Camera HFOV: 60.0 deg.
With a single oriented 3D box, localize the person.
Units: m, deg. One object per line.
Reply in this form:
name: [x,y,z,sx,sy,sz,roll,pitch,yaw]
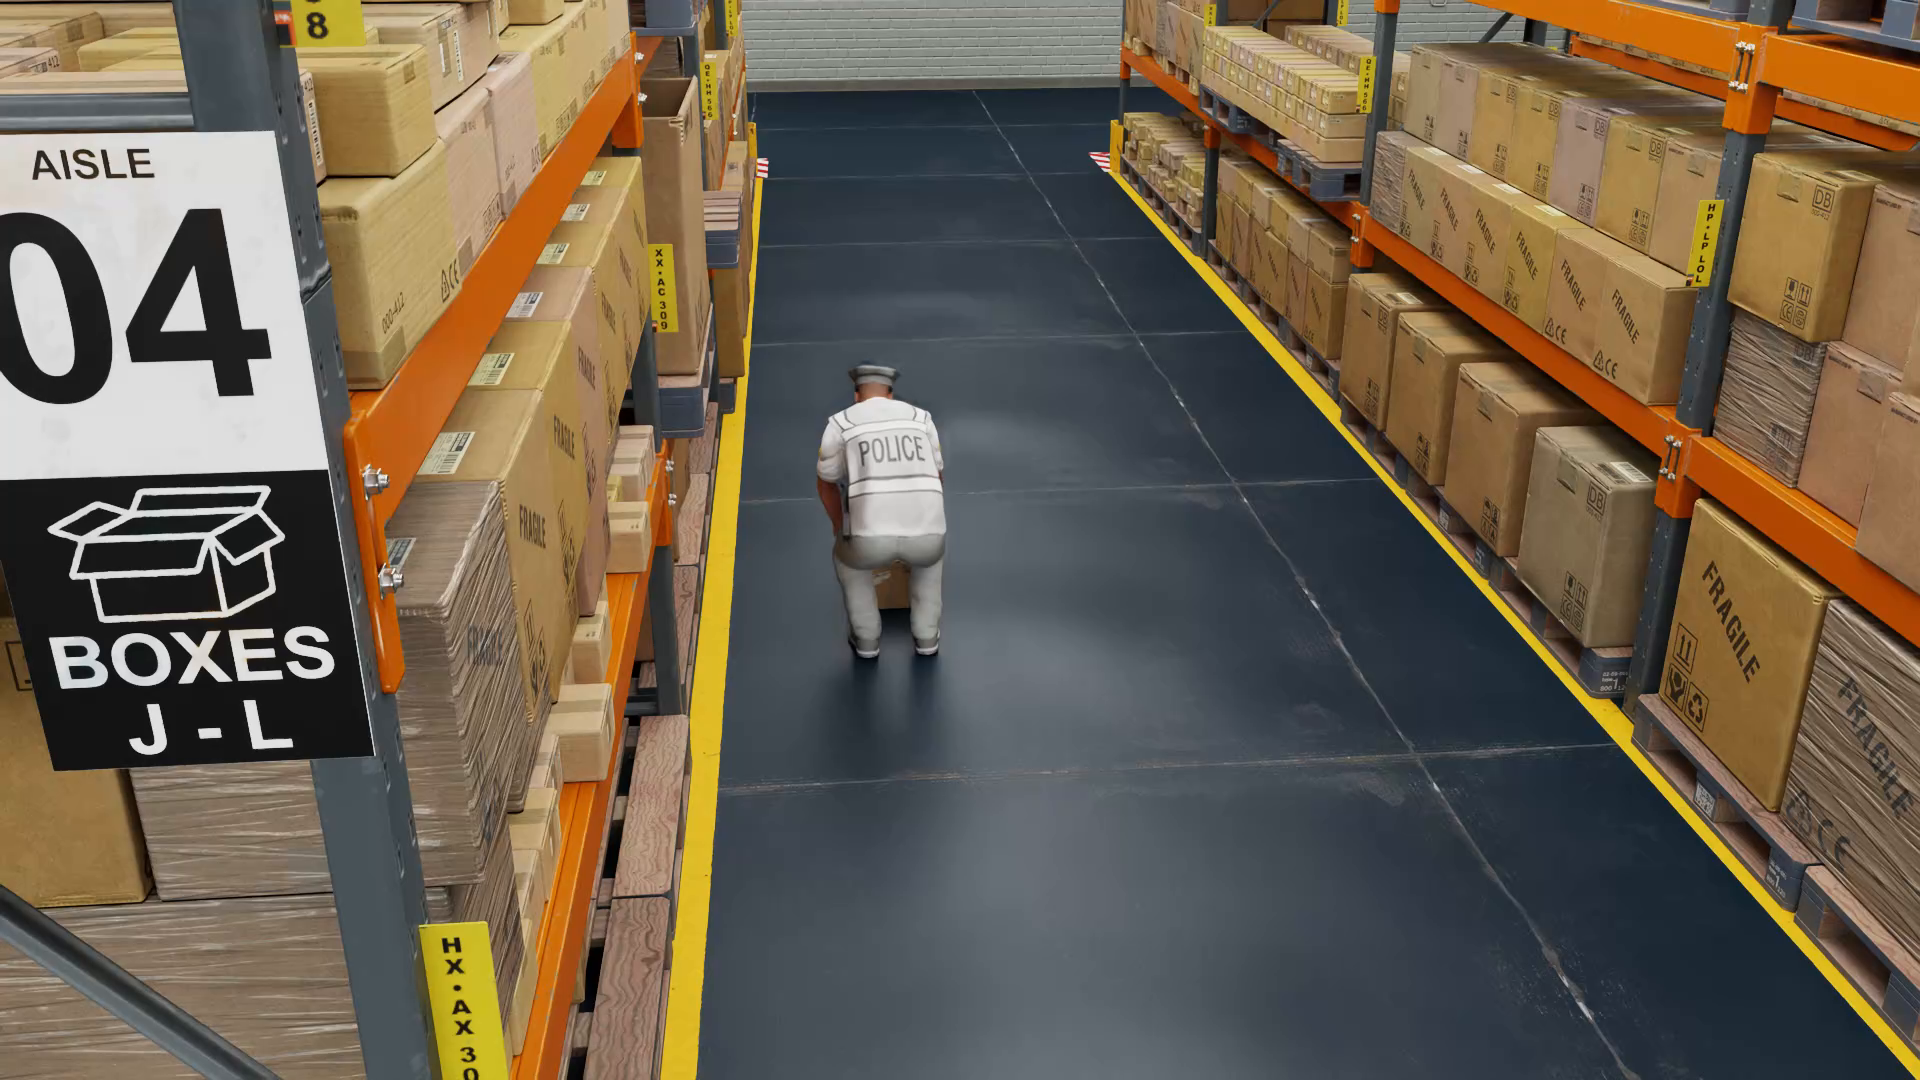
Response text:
person: [-0.351,-0.122,7.525,0.580,1.234,0.890,-2,24,-5]
